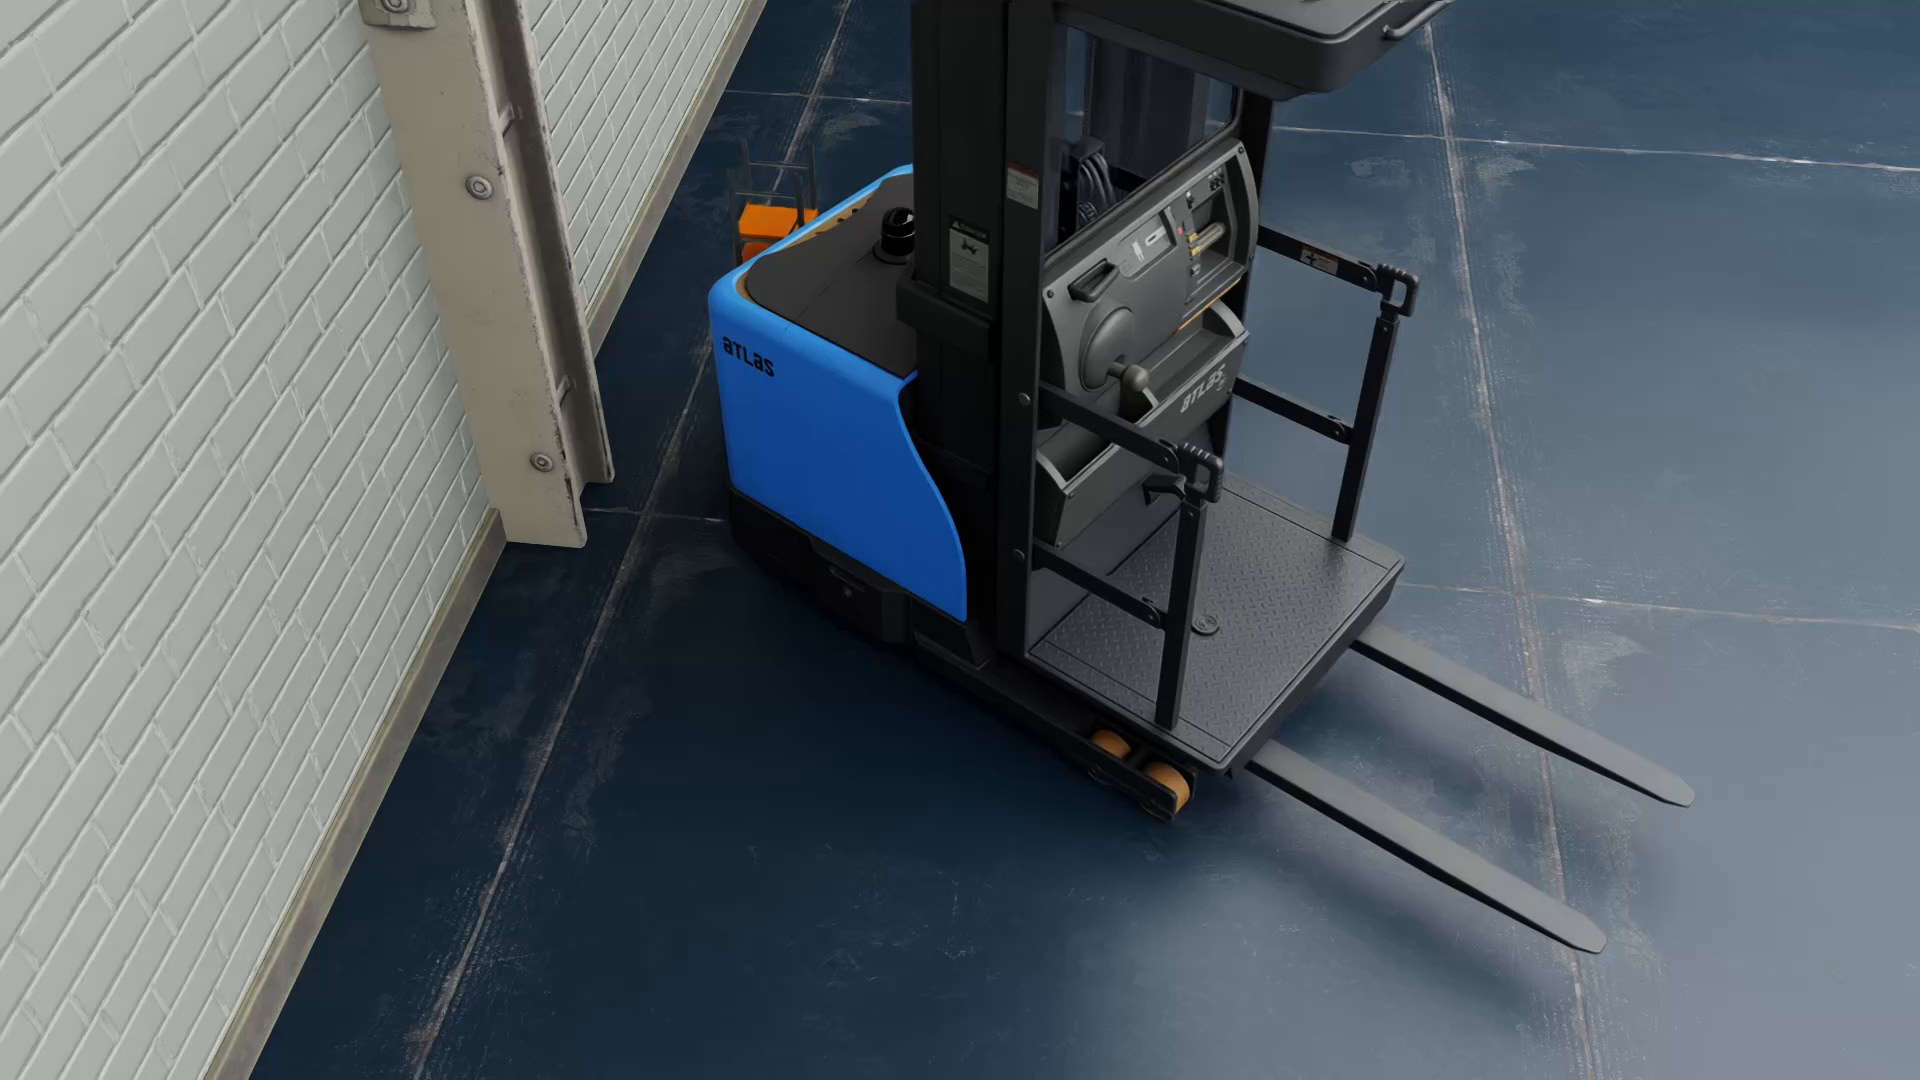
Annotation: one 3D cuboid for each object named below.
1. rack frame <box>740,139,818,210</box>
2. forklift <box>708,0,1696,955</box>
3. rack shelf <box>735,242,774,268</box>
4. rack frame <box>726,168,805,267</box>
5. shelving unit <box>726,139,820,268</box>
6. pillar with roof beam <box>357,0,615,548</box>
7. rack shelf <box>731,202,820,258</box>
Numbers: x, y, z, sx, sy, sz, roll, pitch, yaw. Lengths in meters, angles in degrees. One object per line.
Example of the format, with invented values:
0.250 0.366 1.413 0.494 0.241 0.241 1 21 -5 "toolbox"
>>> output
-0.590 -0.847 5.772 0.240 1.200 0.006 6 44 6 "rack frame"
0.684 -0.665 4.321 3.031 2.935 1.130 29 51 27 "forklift"
-0.604 -0.927 5.572 0.258 0.103 0.180 6 44 6 "rack shelf"
-0.618 -0.723 5.641 0.240 1.200 0.006 6 44 6 "rack frame"
-0.604 -0.785 5.707 0.258 1.200 0.189 6 44 6 "shelving unit"
2.844 -2.998 2.371 9.100 9.000 0.400 5 44 6 "pillar with roof beam"
-0.604 -1.014 5.490 0.258 0.103 0.180 6 44 6 "rack shelf"
